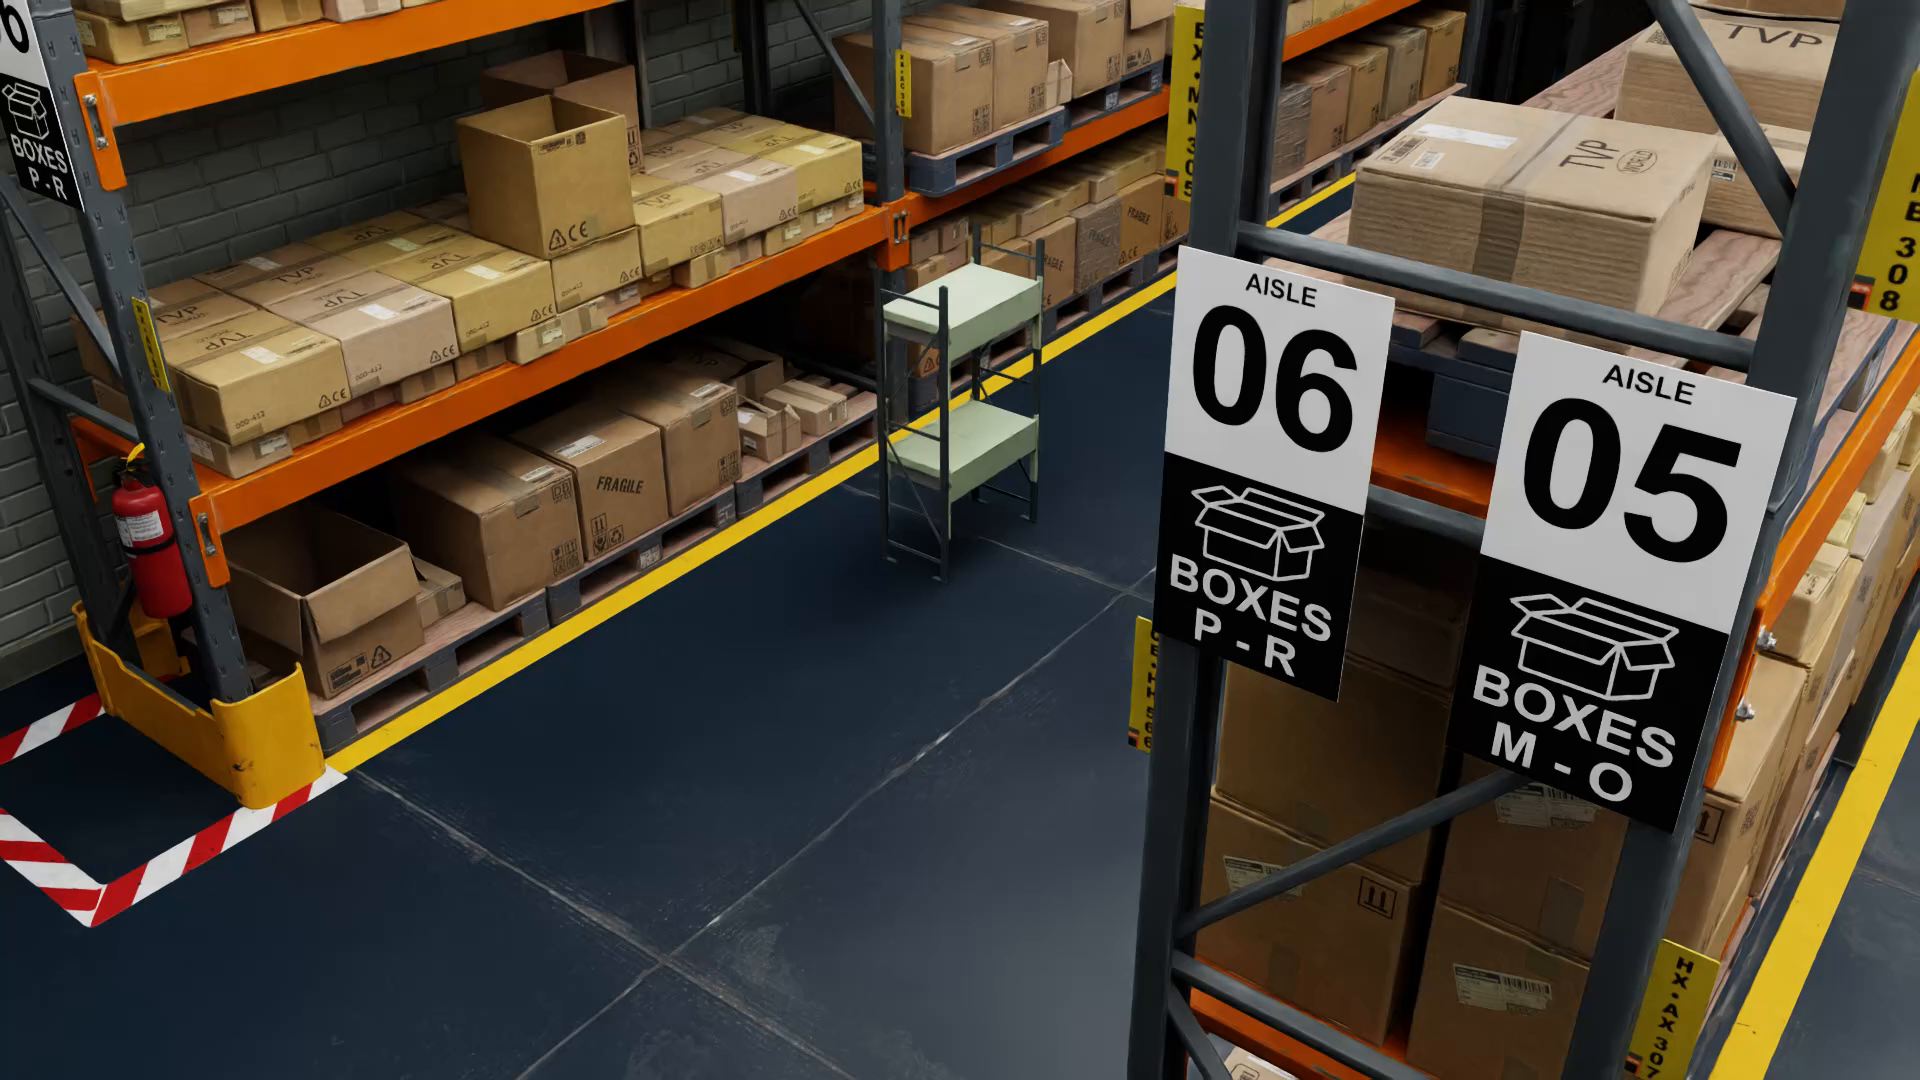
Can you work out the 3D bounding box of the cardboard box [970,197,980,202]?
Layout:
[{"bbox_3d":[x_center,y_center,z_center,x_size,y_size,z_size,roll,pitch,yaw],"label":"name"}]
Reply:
[{"bbox_3d":[-0.094,-2.111,10.273,0.380,0.149,0.250,22,37,33],"label":"cardboard box"}]

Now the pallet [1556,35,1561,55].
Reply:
[{"bbox_3d":[5.355,-4.931,16.363,1.003,0.211,1.213,21,37,31],"label":"pallet"}]

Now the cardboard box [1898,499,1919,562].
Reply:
[{"bbox_3d":[2.559,-0.327,4.781,0.500,0.500,0.500,22,37,32],"label":"cardboard box"}]

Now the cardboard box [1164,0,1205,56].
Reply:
[{"bbox_3d":[1.312,-3.284,10.585,0.500,0.250,0.500,19,36,29],"label":"cardboard box"}]

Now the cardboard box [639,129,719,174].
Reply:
[{"bbox_3d":[-1.535,-1.810,8.217,0.500,0.250,0.500,21,36,31],"label":"cardboard box"}]

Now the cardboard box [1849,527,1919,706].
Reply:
[{"bbox_3d":[2.562,0.099,5.042,0.500,0.500,0.500,21,36,31],"label":"cardboard box"}]

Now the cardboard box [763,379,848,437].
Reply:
[{"bbox_3d":[-0.826,-0.708,8.887,0.380,0.149,0.250,20,36,30],"label":"cardboard box"}]

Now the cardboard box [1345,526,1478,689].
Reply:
[{"bbox_3d":[0.879,0.122,3.388,0.380,0.149,0.250,22,37,32],"label":"cardboard box"}]

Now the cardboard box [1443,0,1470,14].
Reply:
[{"bbox_3d":[4.648,-4.850,14.796,0.500,0.250,0.500,21,36,31],"label":"cardboard box"}]

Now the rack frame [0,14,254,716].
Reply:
[{"bbox_3d":[-3.138,-0.445,6.058,1.000,3.000,0.127,21,37,31],"label":"rack frame"}]

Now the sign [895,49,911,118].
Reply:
[{"bbox_3d":[-0.286,-2.279,8.304,0.100,0.325,0.005,21,37,31],"label":"sign"}]

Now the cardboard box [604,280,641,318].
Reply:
[{"bbox_3d":[-1.660,-1.133,7.467,0.380,0.149,0.250,21,37,31],"label":"cardboard box"}]

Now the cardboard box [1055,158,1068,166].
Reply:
[{"bbox_3d":[0.503,-2.536,10.991,0.380,0.149,0.250,20,36,30],"label":"cardboard box"}]

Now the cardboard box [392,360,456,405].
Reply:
[{"bbox_3d":[-2.272,-0.705,6.744,0.380,0.149,0.250,22,37,33],"label":"cardboard box"}]

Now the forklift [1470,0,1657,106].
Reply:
[{"bbox_3d":[3.315,-1.725,8.287,3.031,2.935,1.130,-8,32,-13],"label":"forklift"}]

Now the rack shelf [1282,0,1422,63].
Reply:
[{"bbox_3d":[2.898,-4.200,13.100,1.077,0.370,4.000,21,37,31],"label":"rack shelf"}]

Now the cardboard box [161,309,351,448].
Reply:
[{"bbox_3d":[-2.649,-0.610,6.192,0.500,0.250,0.500,21,37,32],"label":"cardboard box"}]

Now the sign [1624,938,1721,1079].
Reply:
[{"bbox_3d":[1.260,0.848,2.950,0.100,0.325,0.005,21,37,31],"label":"sign"}]

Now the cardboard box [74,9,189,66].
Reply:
[{"bbox_3d":[-2.760,-1.685,5.455,0.380,0.149,0.250,22,37,32],"label":"cardboard box"}]

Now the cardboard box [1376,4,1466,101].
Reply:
[{"bbox_3d":[3.800,-4.266,14.423,0.875,0.625,0.625,23,38,33],"label":"cardboard box"}]

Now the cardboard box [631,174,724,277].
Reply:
[{"bbox_3d":[-1.439,-1.445,7.602,0.500,0.250,0.500,21,36,31],"label":"cardboard box"}]

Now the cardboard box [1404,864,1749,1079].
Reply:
[{"bbox_3d":[1.340,0.932,3.638,0.500,0.500,0.500,21,36,31],"label":"cardboard box"}]

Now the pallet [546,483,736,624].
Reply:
[{"bbox_3d":[-1.875,-0.094,8.202,1.003,0.211,1.213,21,37,31],"label":"pallet"}]

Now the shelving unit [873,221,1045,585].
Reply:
[{"bbox_3d":[0.004,-0.648,7.872,0.431,1.500,0.755,21,37,31],"label":"shelving unit"}]

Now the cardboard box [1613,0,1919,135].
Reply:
[{"bbox_3d":[1.765,-0.987,3.609,0.500,0.311,0.500,22,37,32],"label":"cardboard box"}]

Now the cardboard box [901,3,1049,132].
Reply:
[{"bbox_3d":[0.060,-2.633,9.240,0.700,0.500,0.500,22,37,32],"label":"cardboard box"}]

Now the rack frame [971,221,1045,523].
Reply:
[{"bbox_3d":[0.225,-0.797,8.123,0.400,1.500,0.023,21,37,31],"label":"rack frame"}]

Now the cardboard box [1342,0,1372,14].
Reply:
[{"bbox_3d":[2.767,-4.152,12.460,0.500,0.250,0.500,20,36,30],"label":"cardboard box"}]

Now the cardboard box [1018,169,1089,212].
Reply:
[{"bbox_3d":[0.583,-2.188,10.403,0.380,0.149,0.250,21,37,31],"label":"cardboard box"}]

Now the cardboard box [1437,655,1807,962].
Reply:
[{"bbox_3d":[1.338,0.501,3.384,0.500,0.500,0.500,20,36,30],"label":"cardboard box"}]

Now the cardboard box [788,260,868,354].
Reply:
[{"bbox_3d":[-0.663,-1.466,9.822,0.500,0.500,0.500,21,37,31],"label":"cardboard box"}]

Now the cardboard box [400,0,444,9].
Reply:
[{"bbox_3d":[-2.070,-2.077,6.117,0.380,0.149,0.250,21,37,31],"label":"cardboard box"}]

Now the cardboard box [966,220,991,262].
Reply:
[{"bbox_3d":[-0.043,-1.763,9.686,0.380,0.149,0.250,19,36,29],"label":"cardboard box"}]

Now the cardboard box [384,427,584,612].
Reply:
[{"bbox_3d":[-2.146,-0.105,7.525,0.700,0.500,0.500,23,38,33],"label":"cardboard box"}]

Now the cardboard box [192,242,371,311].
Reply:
[{"bbox_3d":[-2.760,-0.986,6.827,0.500,0.250,0.500,21,37,31],"label":"cardboard box"}]

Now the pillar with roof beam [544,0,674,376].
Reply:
[{"bbox_3d":[1.570,-3.321,5.027,9.100,9.000,0.400,21,37,31],"label":"pillar with roof beam"}]

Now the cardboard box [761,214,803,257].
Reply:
[{"bbox_3d":[-0.992,-1.530,8.135,0.380,0.149,0.250,22,37,32],"label":"cardboard box"}]

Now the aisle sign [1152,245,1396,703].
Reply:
[{"bbox_3d":[0.531,-0.103,2.932,0.394,0.787,0.004,21,37,31],"label":"aisle sign"}]

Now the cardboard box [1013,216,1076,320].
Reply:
[{"bbox_3d":[0.366,-1.724,10.257,0.500,0.500,0.500,20,36,30],"label":"cardboard box"}]

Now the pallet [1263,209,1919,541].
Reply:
[{"bbox_3d":[1.261,-0.476,3.255,1.003,0.211,1.213,21,37,31],"label":"pallet"}]

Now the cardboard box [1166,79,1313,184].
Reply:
[{"bbox_3d":[2.079,-3.105,12.464,0.875,0.625,0.625,22,37,33],"label":"cardboard box"}]

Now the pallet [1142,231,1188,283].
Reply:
[{"bbox_3d":[1.210,-2.205,11.764,1.003,0.211,1.213,21,37,31],"label":"pallet"}]

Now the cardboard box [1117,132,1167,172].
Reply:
[{"bbox_3d":[1.261,-2.588,11.079,0.380,0.149,0.250,20,36,30],"label":"cardboard box"}]

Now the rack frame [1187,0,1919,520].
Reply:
[{"bbox_3d":[0.822,-1.499,1.954,1.000,3.000,0.127,21,37,31],"label":"rack frame"}]

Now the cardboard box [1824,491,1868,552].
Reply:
[{"bbox_3d":[1.751,-0.041,3.662,0.380,0.149,0.250,20,36,30],"label":"cardboard box"}]

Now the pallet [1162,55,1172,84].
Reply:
[{"bbox_3d":[1.338,-3.317,11.093,1.213,0.211,1.003,21,37,31],"label":"pallet"}]

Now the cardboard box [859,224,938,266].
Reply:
[{"bbox_3d":[-0.343,-1.665,9.230,0.380,0.149,0.250,20,36,30],"label":"cardboard box"}]
